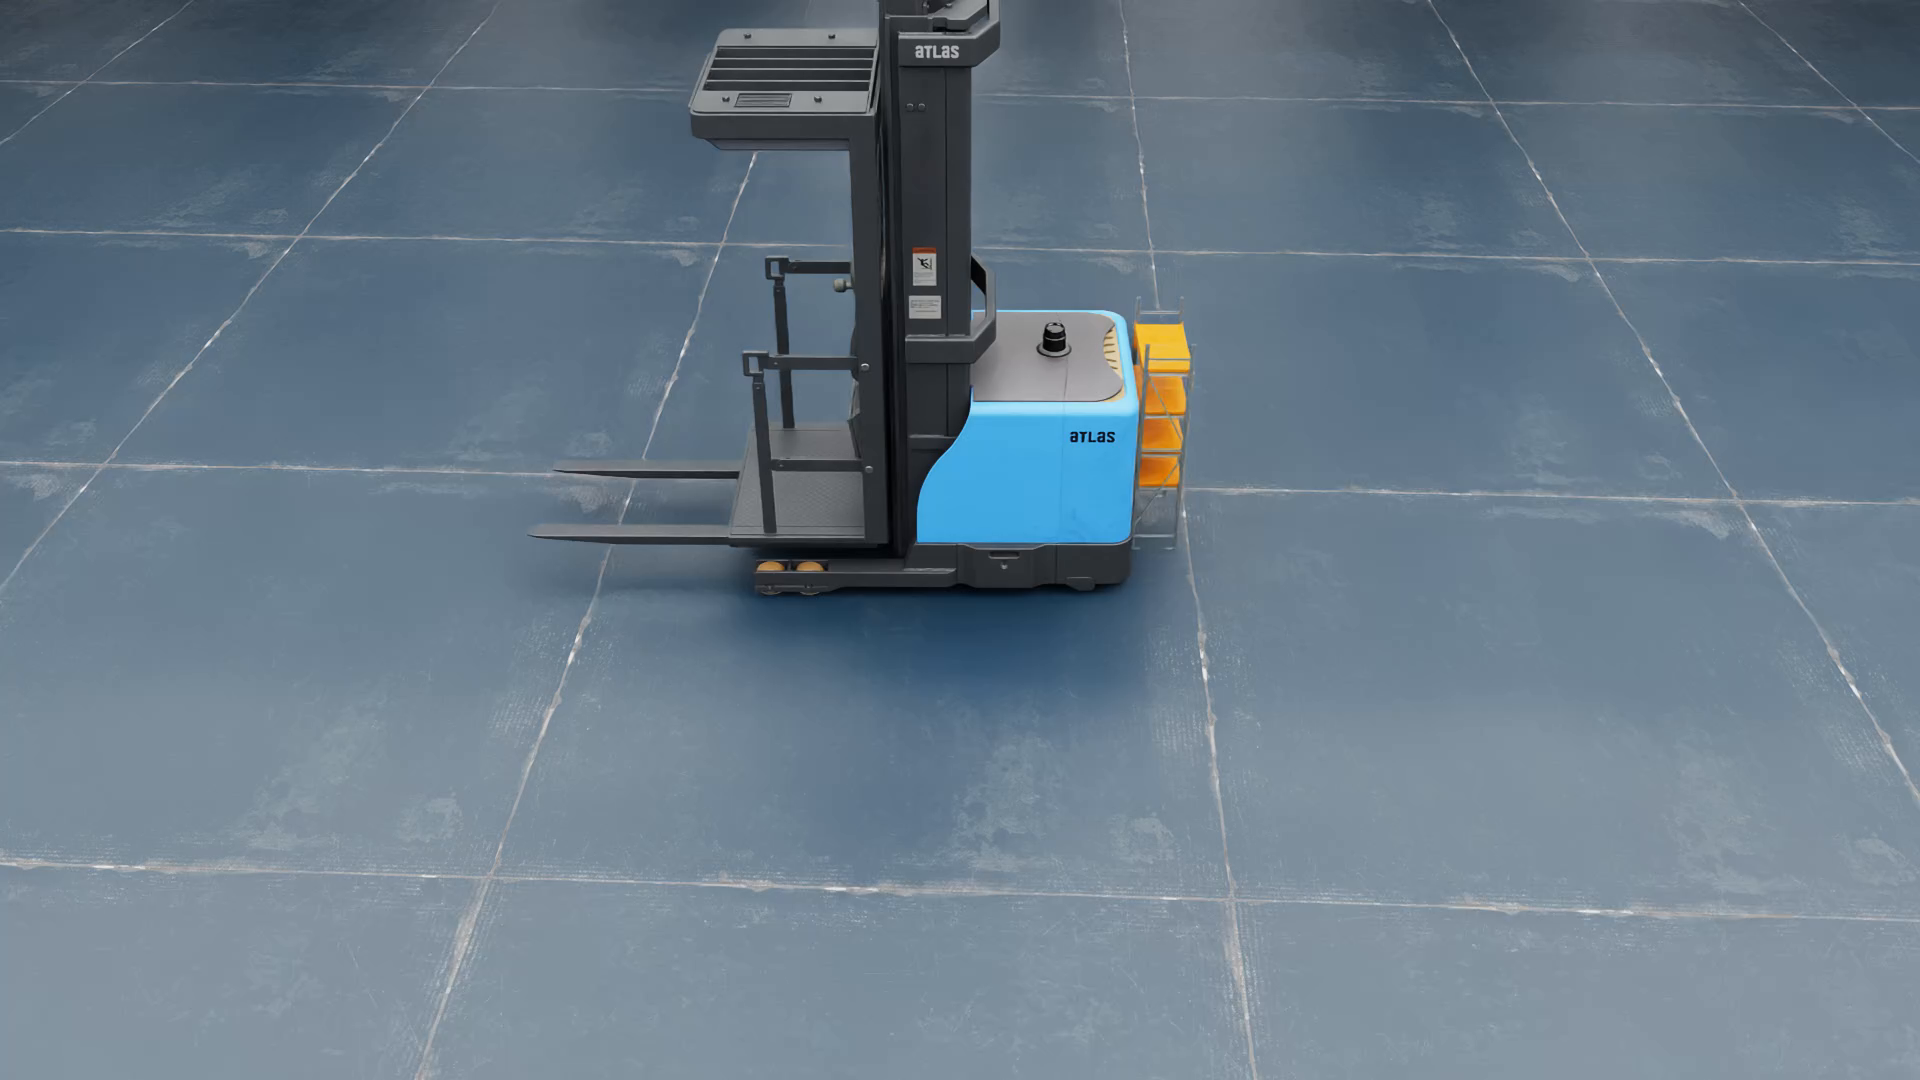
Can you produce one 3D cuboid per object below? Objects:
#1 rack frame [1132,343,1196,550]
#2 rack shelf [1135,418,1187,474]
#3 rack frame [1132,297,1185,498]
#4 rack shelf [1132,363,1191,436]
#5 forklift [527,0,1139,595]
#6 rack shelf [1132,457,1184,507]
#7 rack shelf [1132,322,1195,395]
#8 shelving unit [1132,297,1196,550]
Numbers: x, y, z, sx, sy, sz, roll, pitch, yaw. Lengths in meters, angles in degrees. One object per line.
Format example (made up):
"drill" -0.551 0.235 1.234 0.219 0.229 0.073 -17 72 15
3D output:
"rack frame" 1.004 -0.444 8.283 0.240 1.200 0.015 0 35 0
"rack shelf" 1.003 -0.530 8.522 0.258 0.148 0.480 0 35 0
"rack frame" 1.003 -0.725 8.683 0.240 1.200 0.015 0 35 0
"rack shelf" 1.004 -0.713 8.393 0.258 0.148 0.480 0 35 0
"forklift" -0.659 -1.229 7.895 3.031 2.935 1.130 0 35 0
"rack shelf" 1.002 -0.367 8.636 0.258 0.148 0.480 0 35 0
"rack shelf" 1.005 -0.906 8.257 0.258 0.148 0.480 0 35 0
"shelving unit" 1.003 -0.585 8.483 0.258 1.200 0.503 0 35 0
